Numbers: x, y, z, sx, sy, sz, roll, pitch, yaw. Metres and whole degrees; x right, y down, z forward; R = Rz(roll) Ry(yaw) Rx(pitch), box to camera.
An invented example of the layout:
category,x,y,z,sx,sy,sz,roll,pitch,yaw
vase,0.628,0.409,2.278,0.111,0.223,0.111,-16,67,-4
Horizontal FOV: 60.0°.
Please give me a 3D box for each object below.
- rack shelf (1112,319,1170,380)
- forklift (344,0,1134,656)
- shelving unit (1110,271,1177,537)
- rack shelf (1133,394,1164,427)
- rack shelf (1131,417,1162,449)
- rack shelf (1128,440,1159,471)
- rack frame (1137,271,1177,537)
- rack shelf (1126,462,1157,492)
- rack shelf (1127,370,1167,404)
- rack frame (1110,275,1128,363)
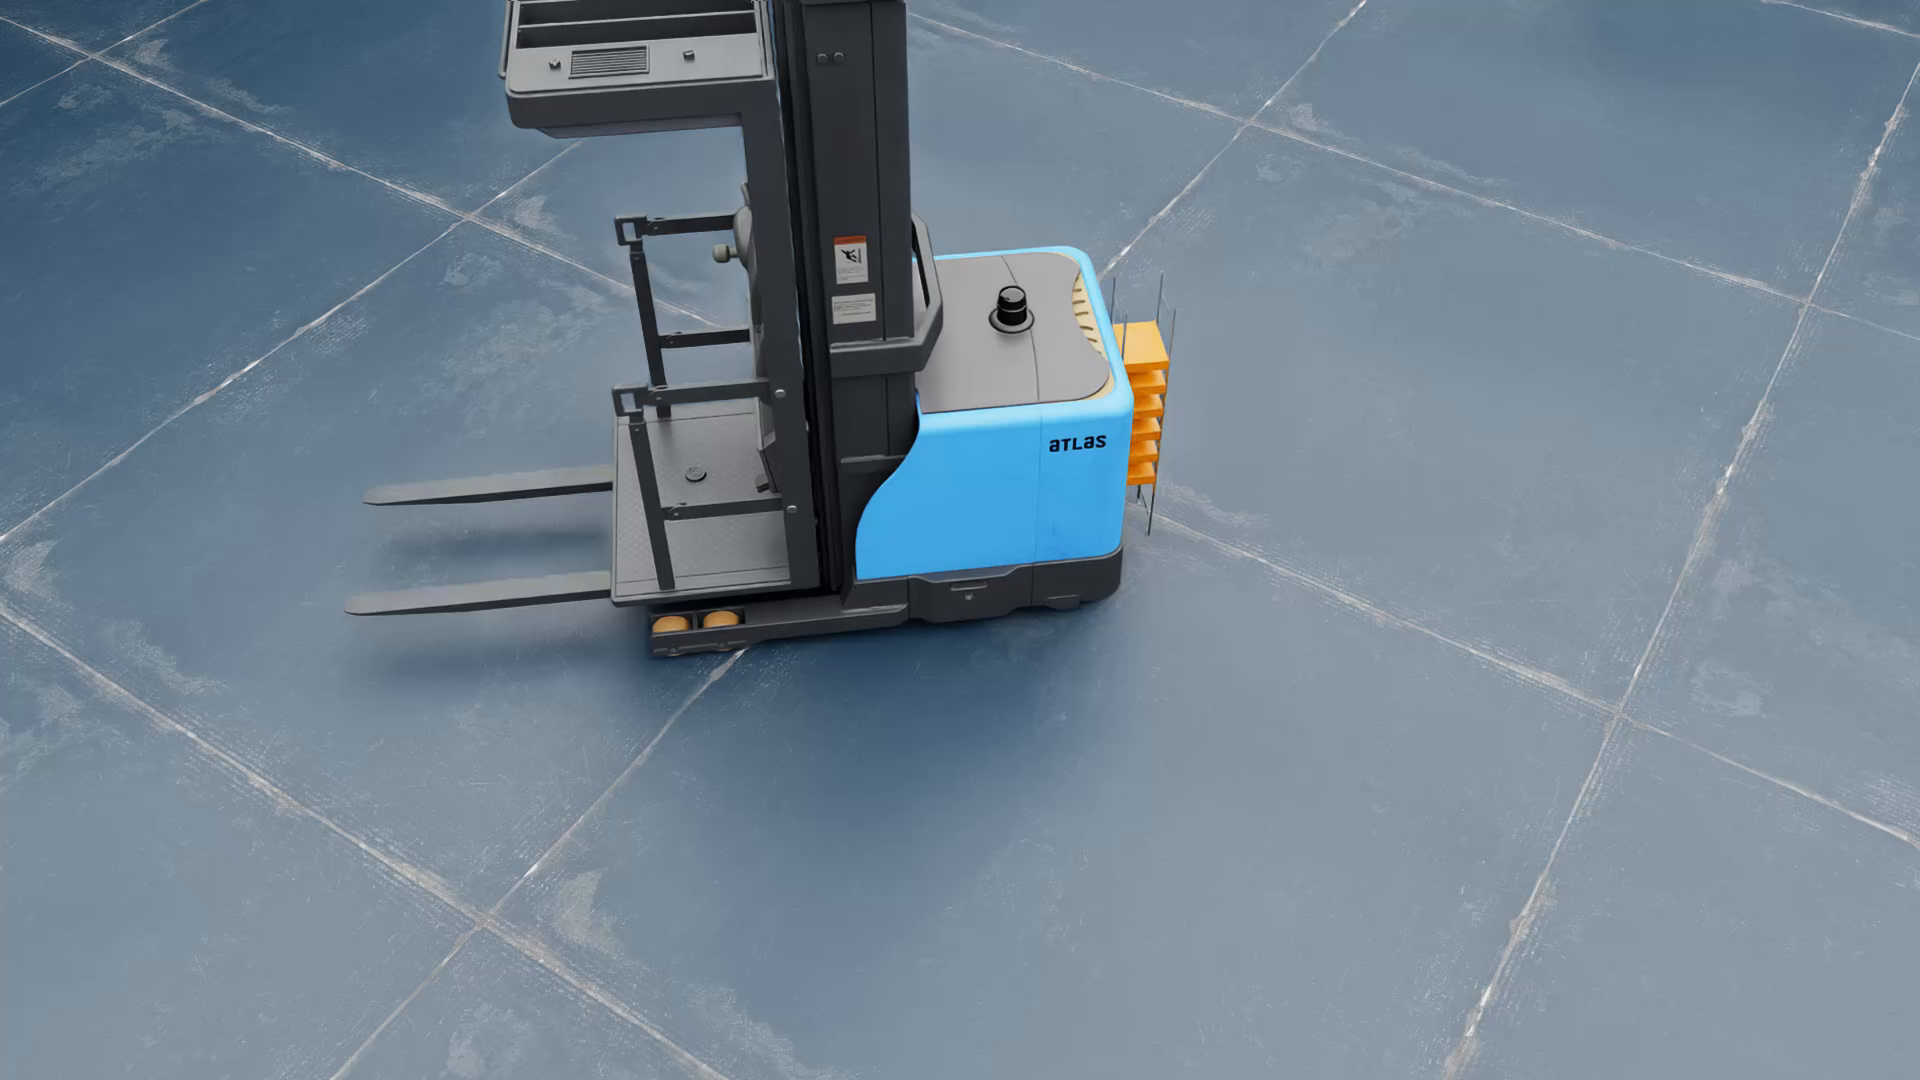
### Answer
category,x,y,z,sx,sy,sz,roll,pitch,yaw
rack shelf,0.689,-0.726,6.401,0.180,0.103,0.258,-6,46,-5
forklift,-0.912,-0.971,5.872,3.031,2.935,1.130,-6,46,-5
shelving unit,0.689,-0.507,6.627,0.189,1.200,0.258,-6,46,-5
rack shelf,0.689,-0.559,6.573,0.180,0.103,0.258,-6,46,-5
rack shelf,0.689,-0.476,6.659,0.180,0.103,0.258,-6,46,-5
rack shelf,0.689,-0.392,6.745,0.180,0.103,0.258,-6,46,-5
rack frame,0.779,-0.515,6.636,0.006,1.200,0.240,-6,46,-5
rack shelf,0.689,-0.308,6.831,0.180,0.103,0.258,-6,46,-5
rack shelf,0.689,-0.643,6.487,0.180,0.103,0.258,-6,46,-5
rack frame,0.598,-0.498,6.619,0.006,1.200,0.240,-6,46,-5
